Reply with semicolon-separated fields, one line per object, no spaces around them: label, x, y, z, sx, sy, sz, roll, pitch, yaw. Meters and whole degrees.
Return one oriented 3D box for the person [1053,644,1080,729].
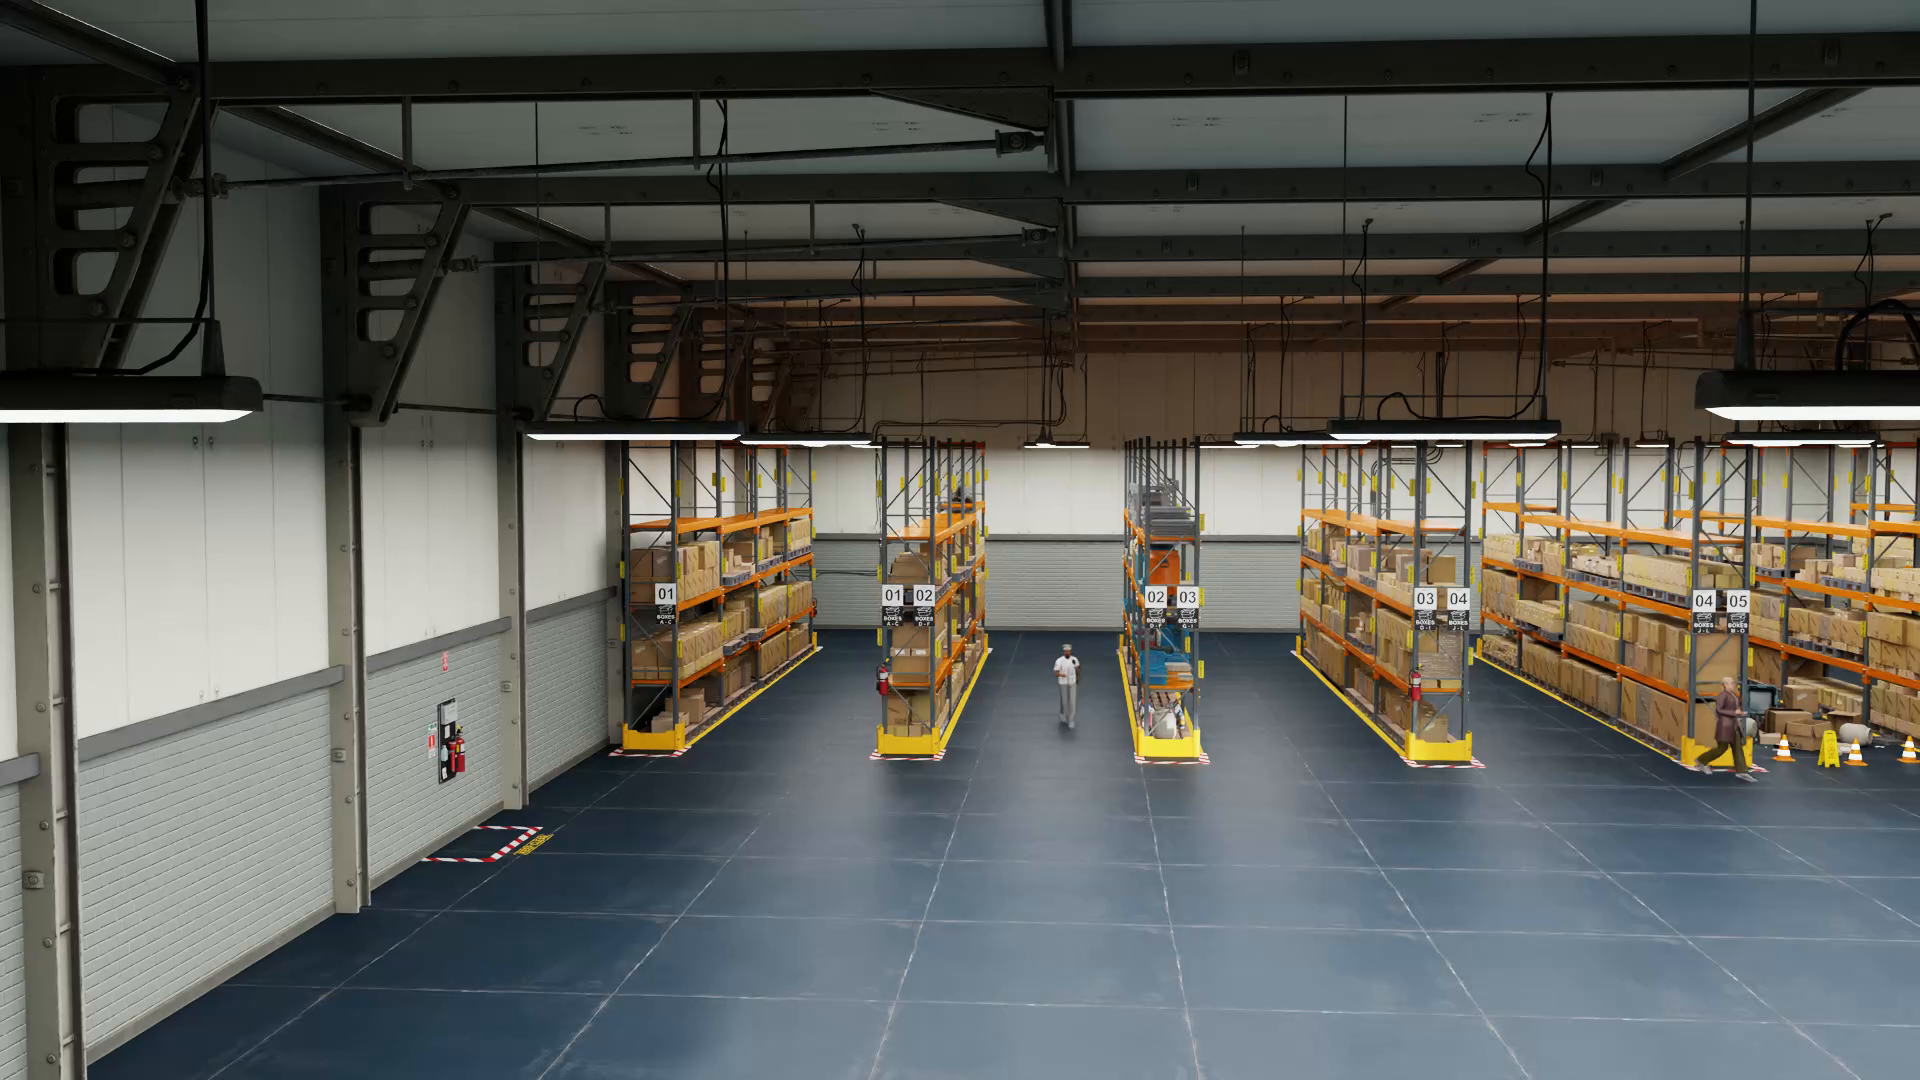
person;2.238;3.022;34.668;0.587;1.729;0.895;0;3;-2

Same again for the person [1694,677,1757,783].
person;13.321;3.272;28.887;0.716;1.799;1.040;-3;4;-42

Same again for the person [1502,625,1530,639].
person;15.741;2.307;47.471;1.021;1.757;0.724;0;3;3
